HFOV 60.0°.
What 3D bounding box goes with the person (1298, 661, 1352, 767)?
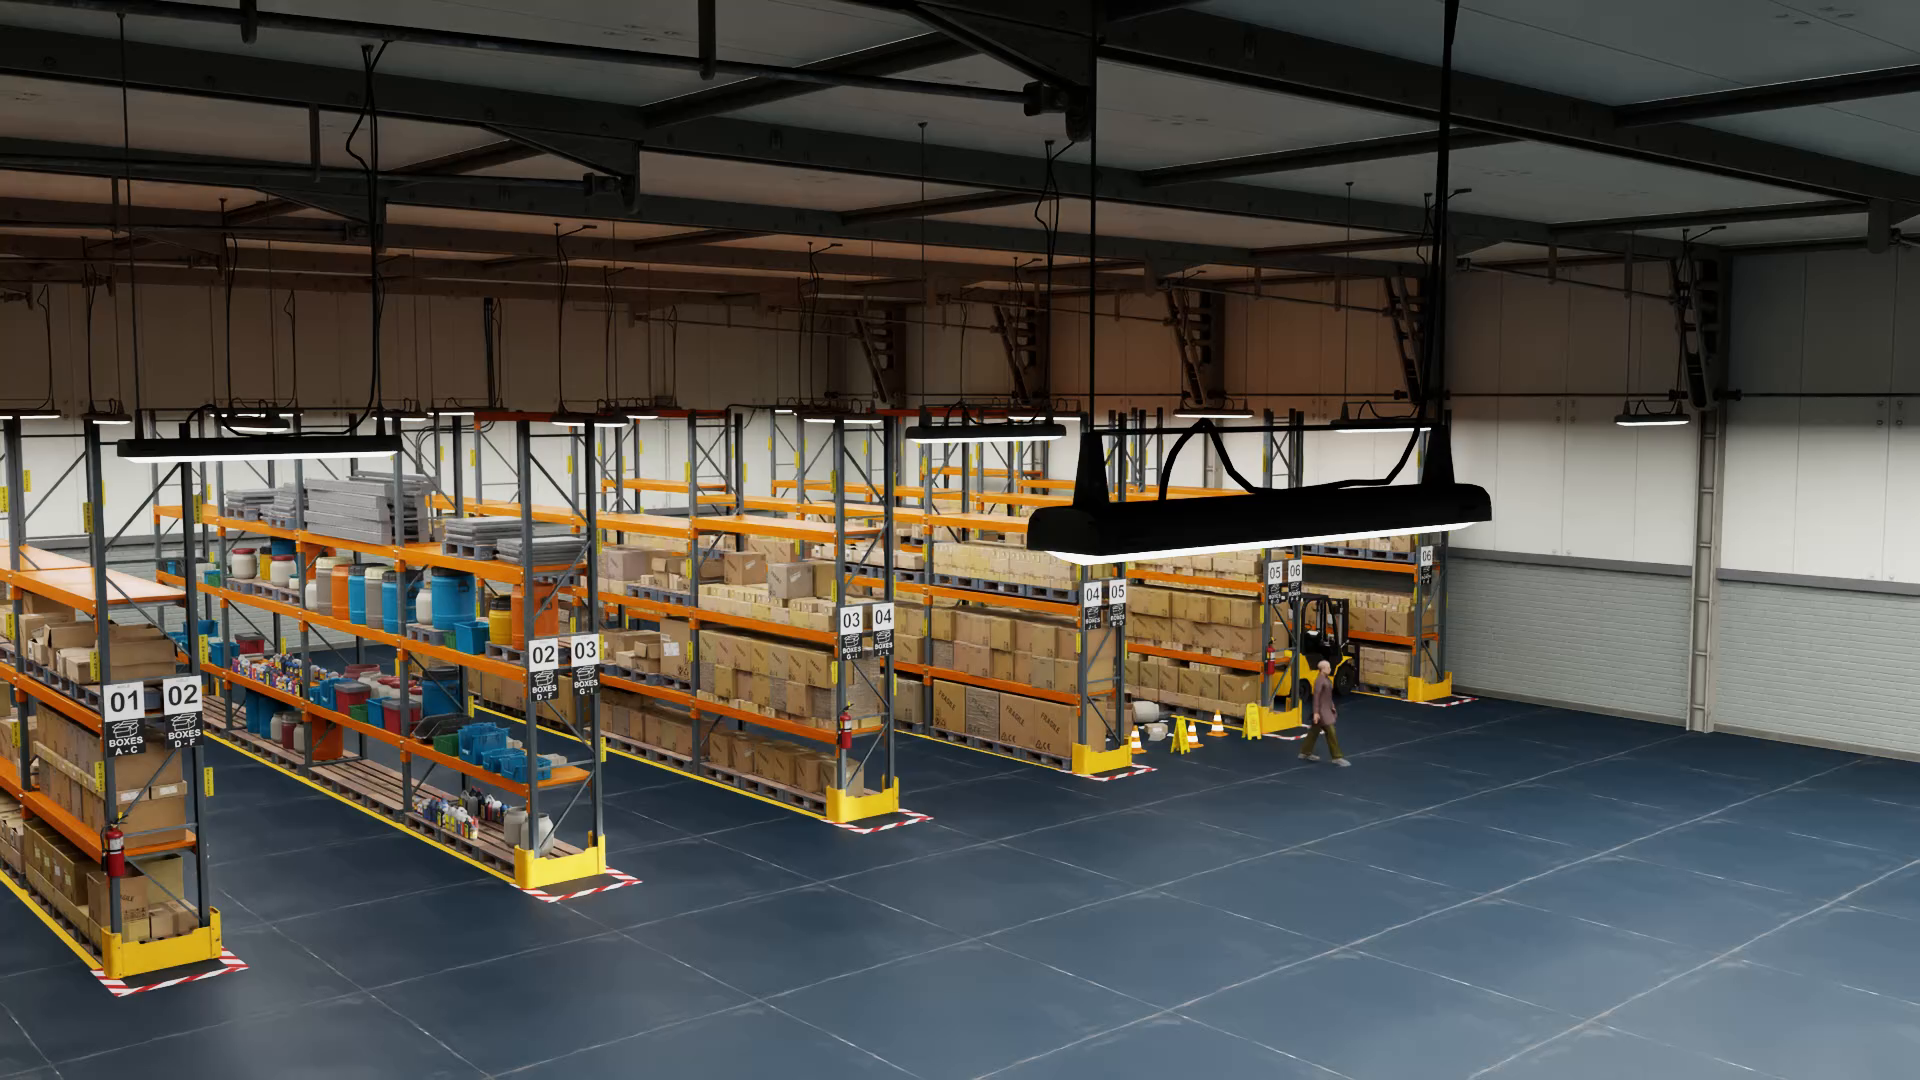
[{"bbox_3d":[6.265,2.938,28.483,0.927,1.749,0.621,1,5,17],"label":"person"}]
